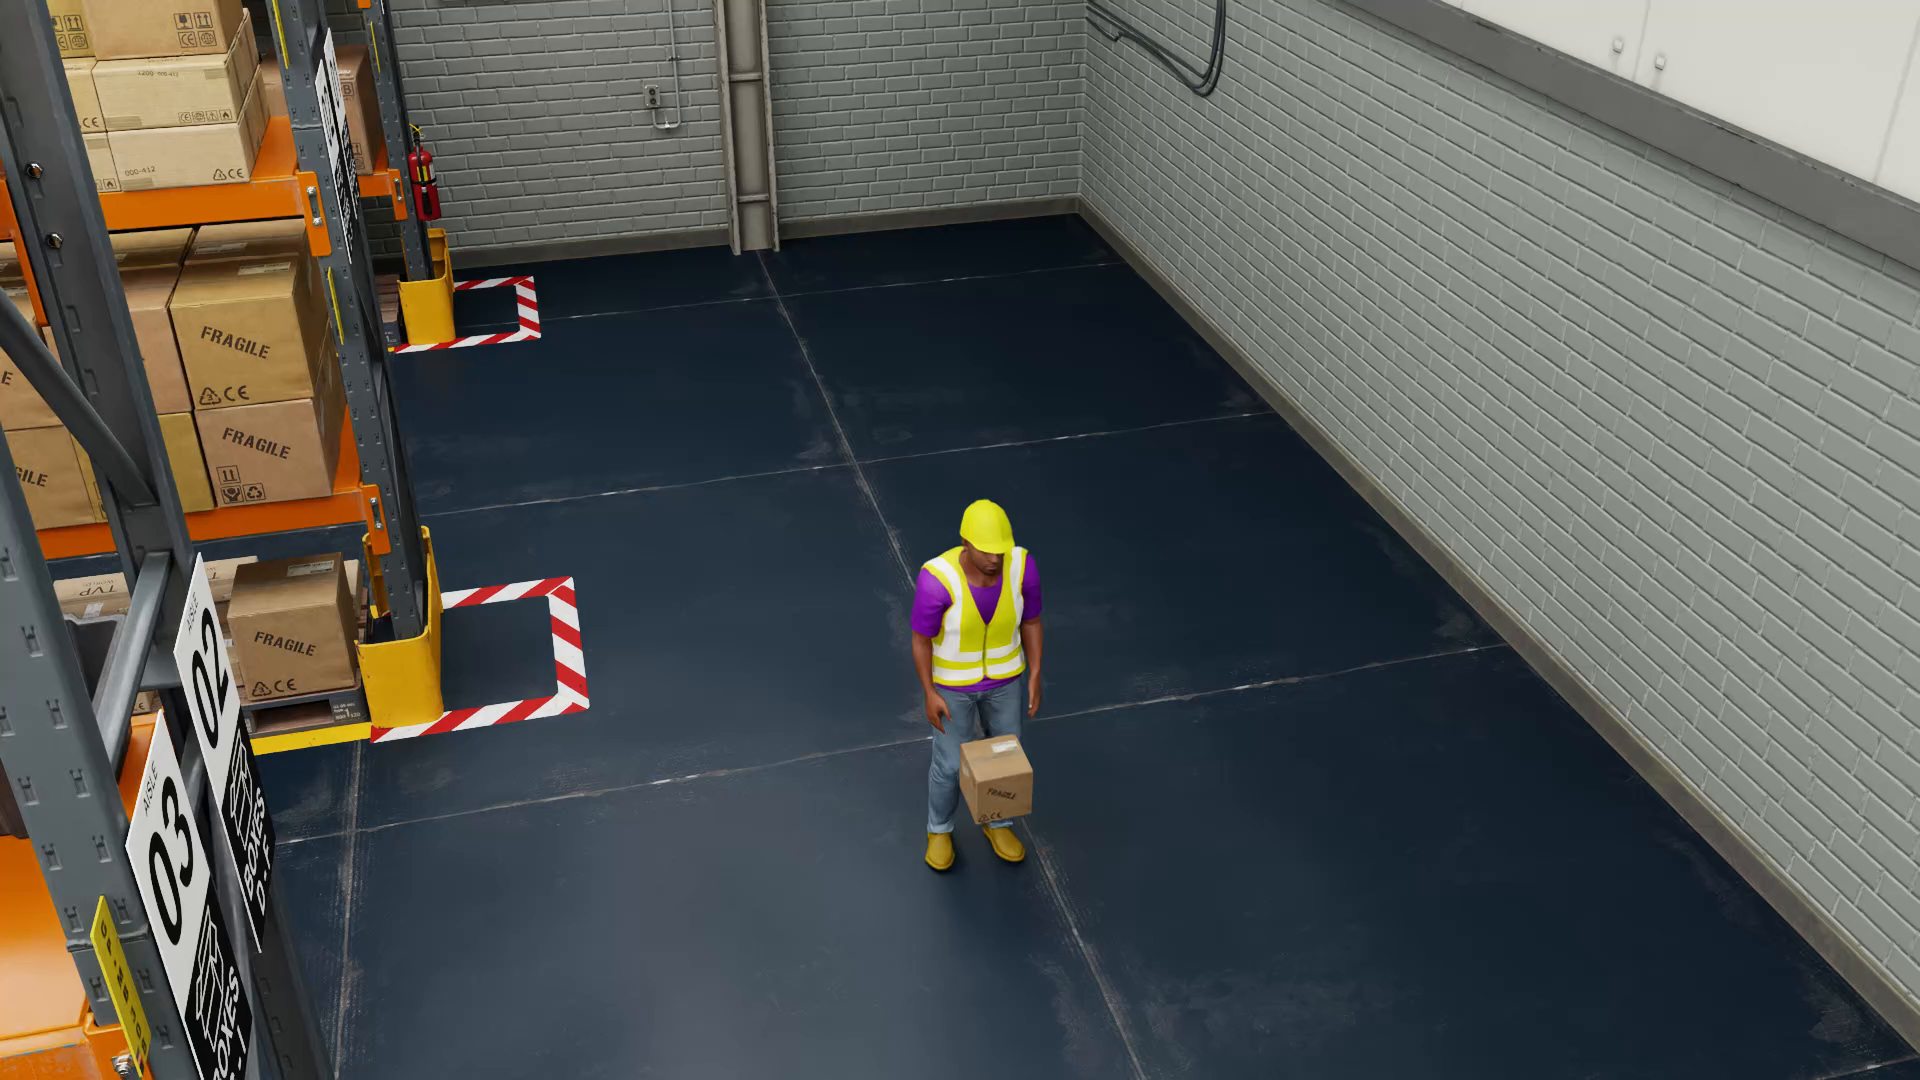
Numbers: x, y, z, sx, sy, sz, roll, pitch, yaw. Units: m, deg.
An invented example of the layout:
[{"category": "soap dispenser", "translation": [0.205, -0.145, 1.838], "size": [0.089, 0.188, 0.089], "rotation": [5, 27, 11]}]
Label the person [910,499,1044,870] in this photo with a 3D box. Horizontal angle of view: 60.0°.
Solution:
[{"category": "person", "translation": [0.084, 0.607, 7.169], "size": [0.589, 1.765, 0.457], "rotation": [-9, 31, -15]}]
